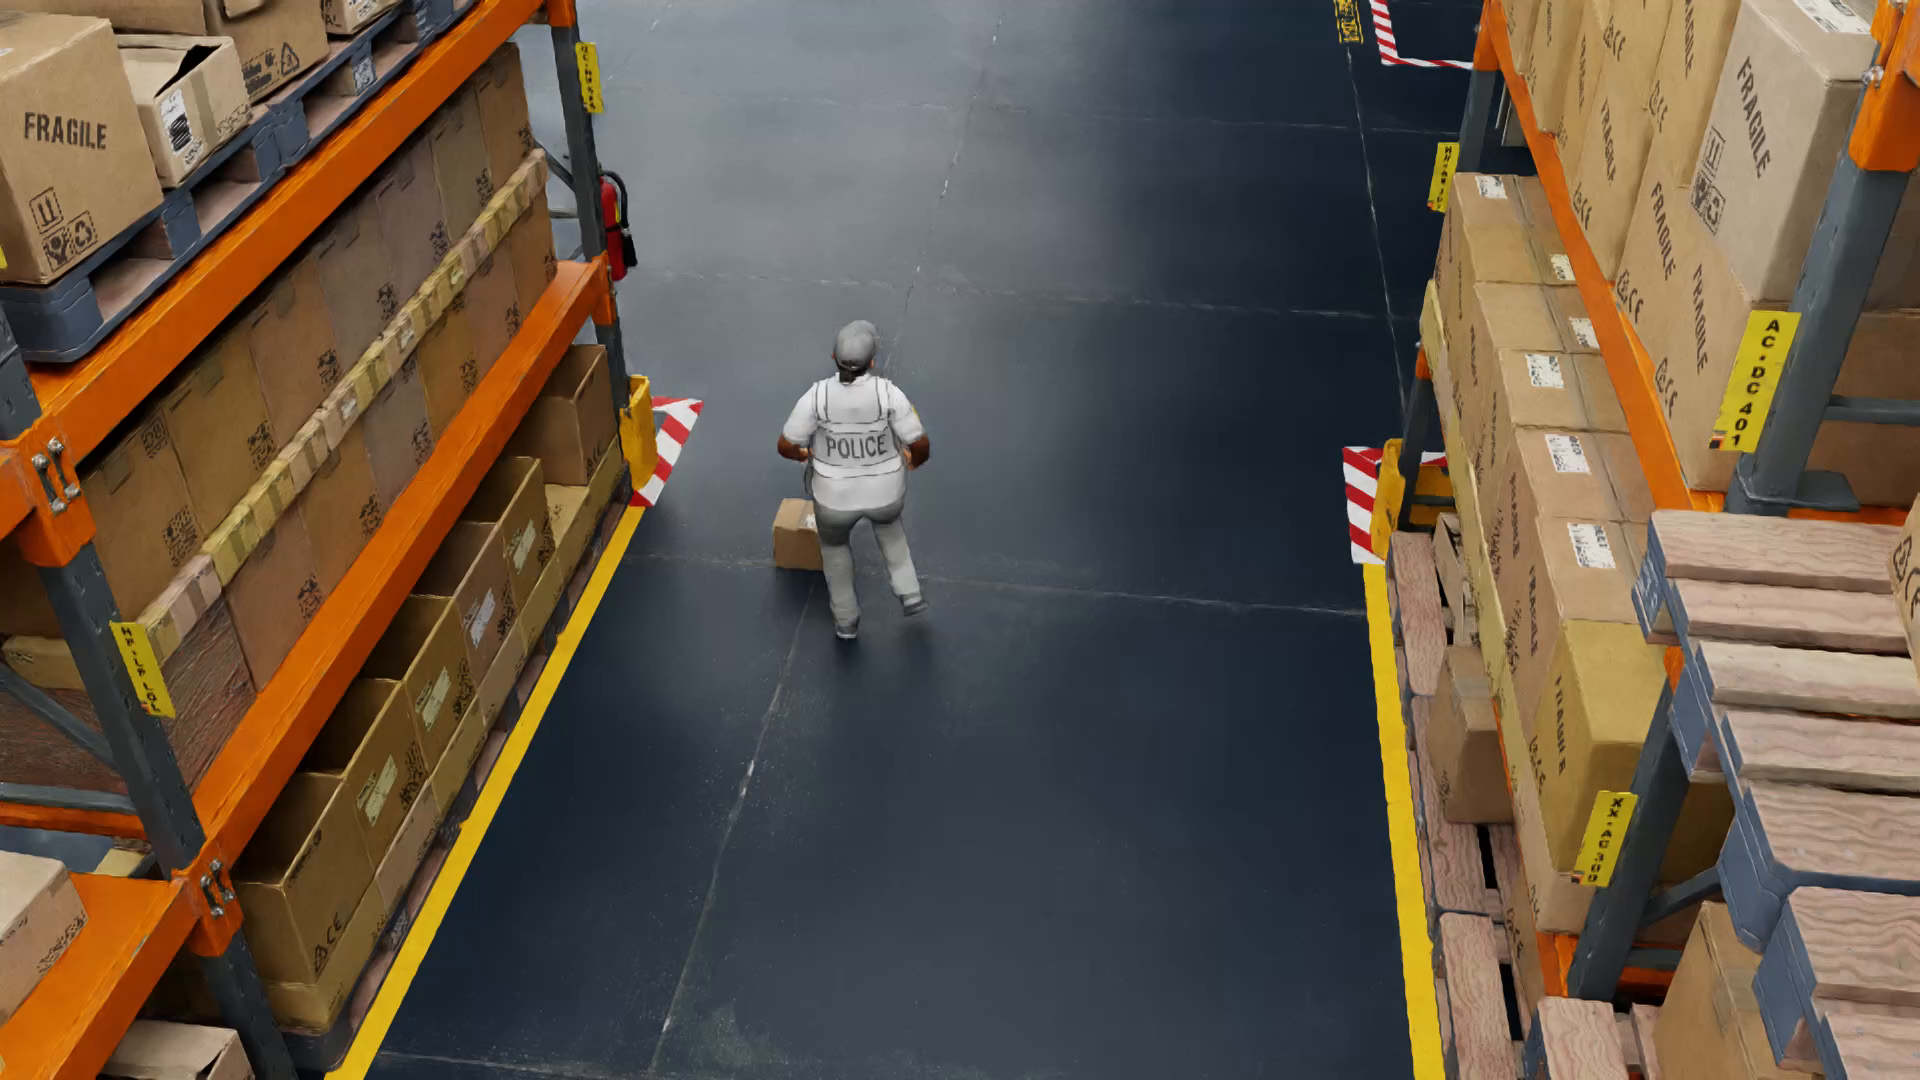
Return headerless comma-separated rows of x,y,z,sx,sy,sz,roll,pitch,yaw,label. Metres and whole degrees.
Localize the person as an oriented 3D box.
-0.483,-0.260,7.420,0.652,1.639,0.491,-8,37,-11,person
